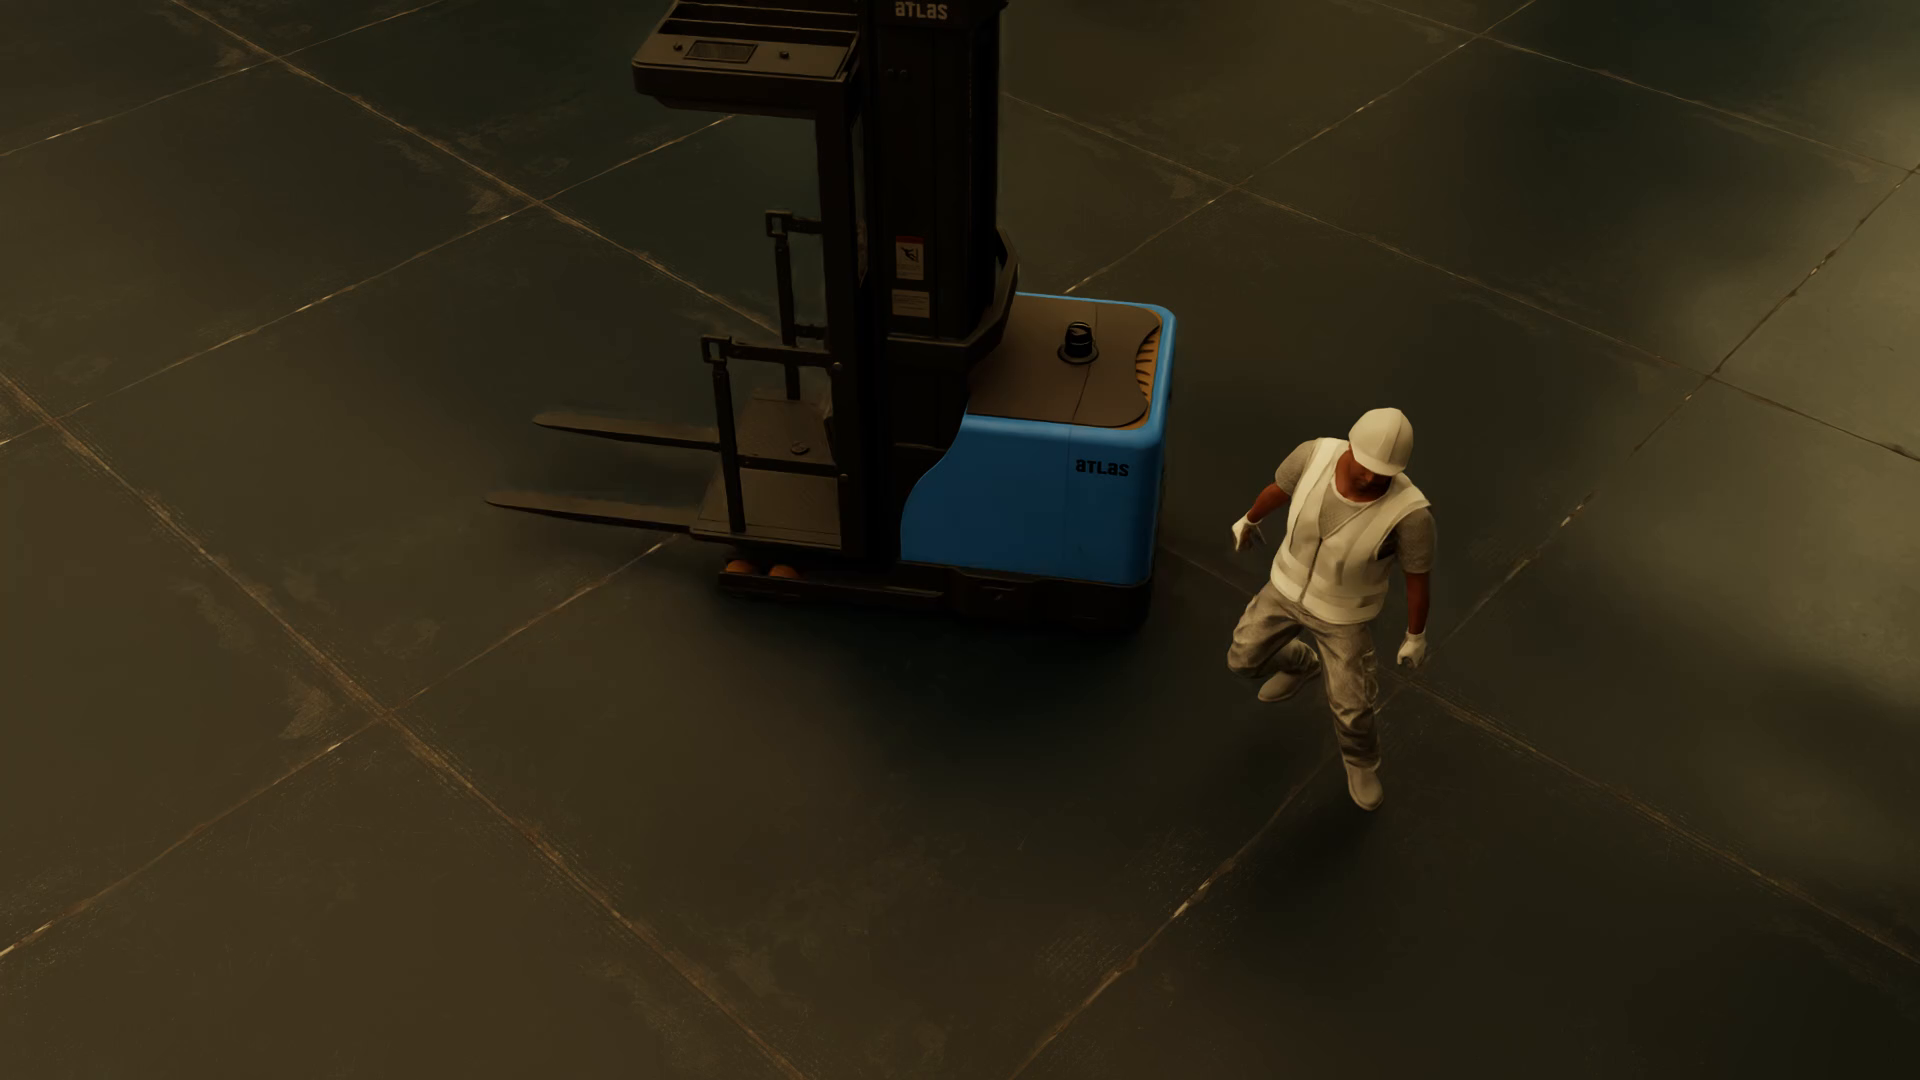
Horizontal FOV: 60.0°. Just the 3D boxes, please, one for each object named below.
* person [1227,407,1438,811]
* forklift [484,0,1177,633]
[{"bbox_3d":[1.327,0.155,6.061,0.508,1.683,0.889,-32,50,-32],"label":"person"},{"bbox_3d":[-0.613,-1.170,6.792,3.031,2.935,1.130,6,41,7],"label":"forklift"}]
